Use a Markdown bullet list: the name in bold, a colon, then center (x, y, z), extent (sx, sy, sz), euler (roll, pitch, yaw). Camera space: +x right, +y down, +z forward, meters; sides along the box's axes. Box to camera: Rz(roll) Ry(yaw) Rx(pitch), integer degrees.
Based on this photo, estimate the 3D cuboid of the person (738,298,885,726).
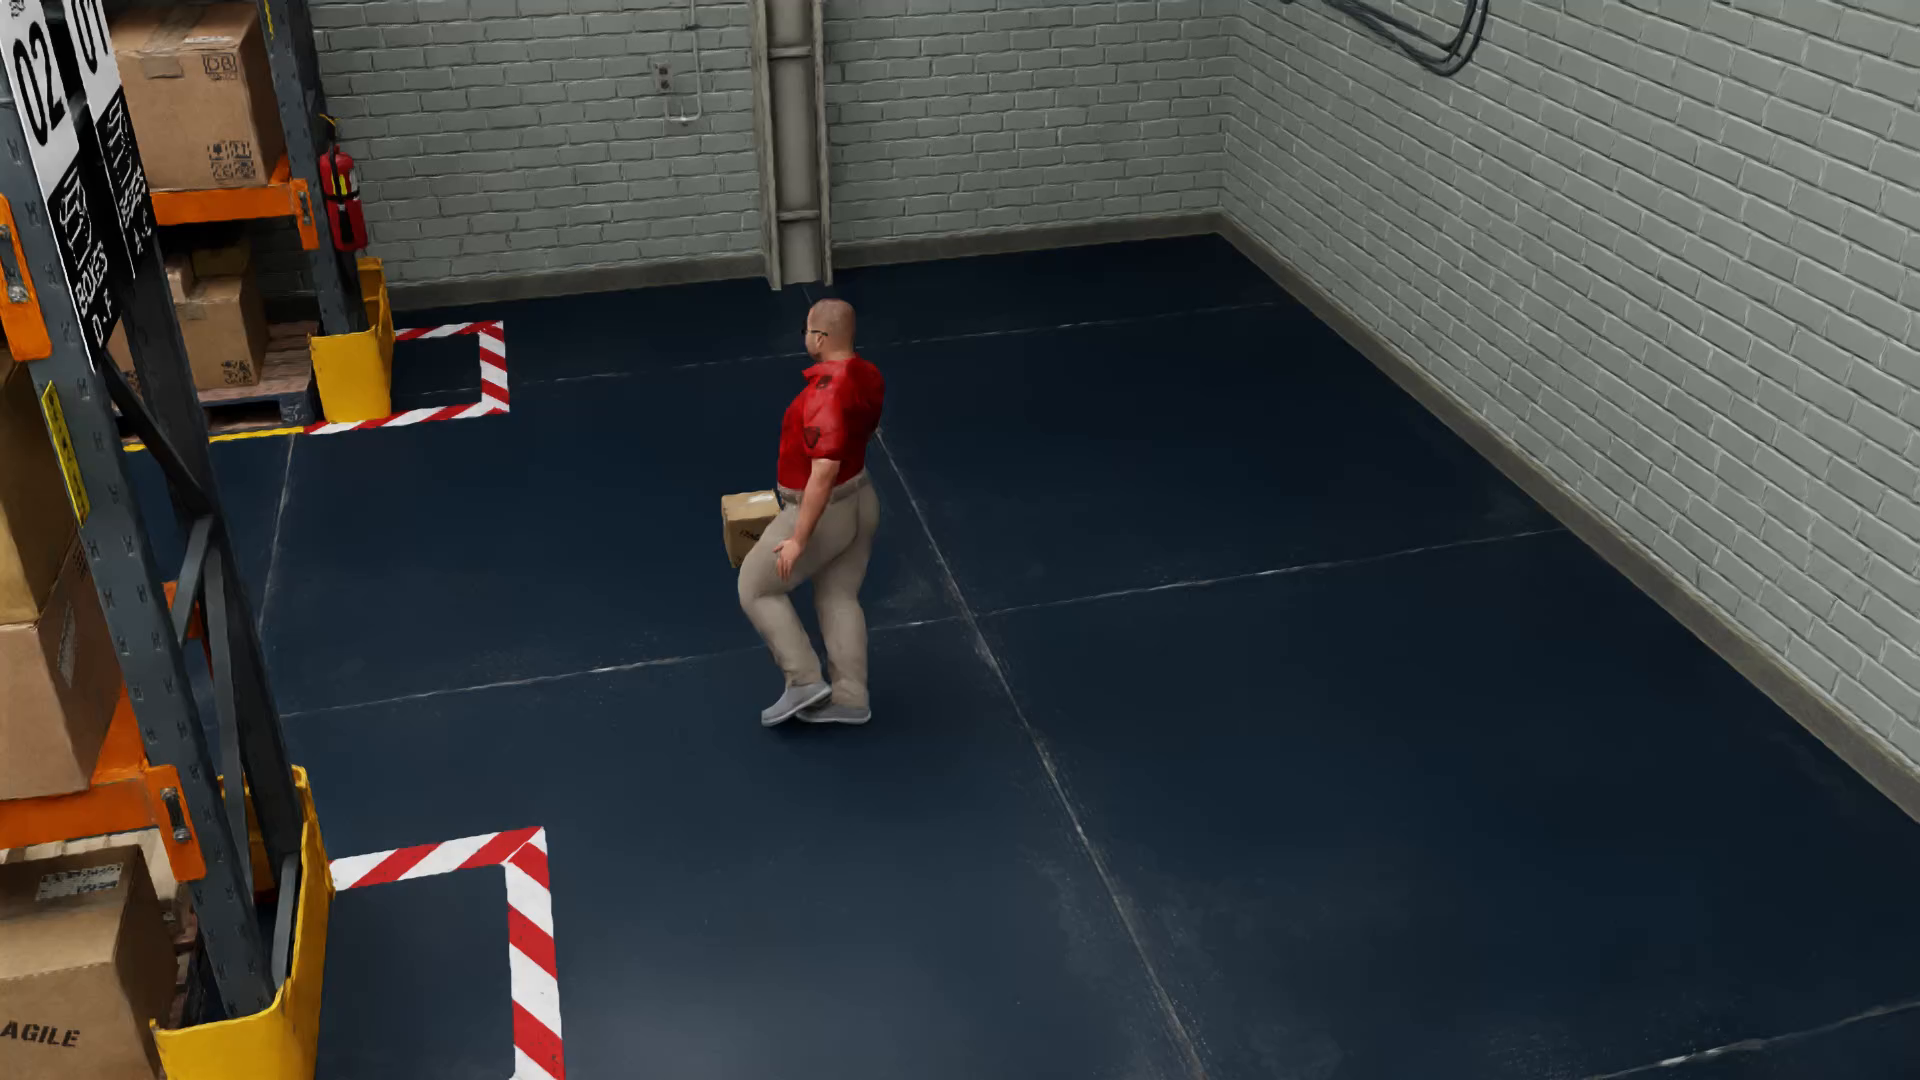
- **person**: center (-0.564, -0.053, 6.350), extent (0.520, 1.598, 0.703), euler (13, 33, 22)
